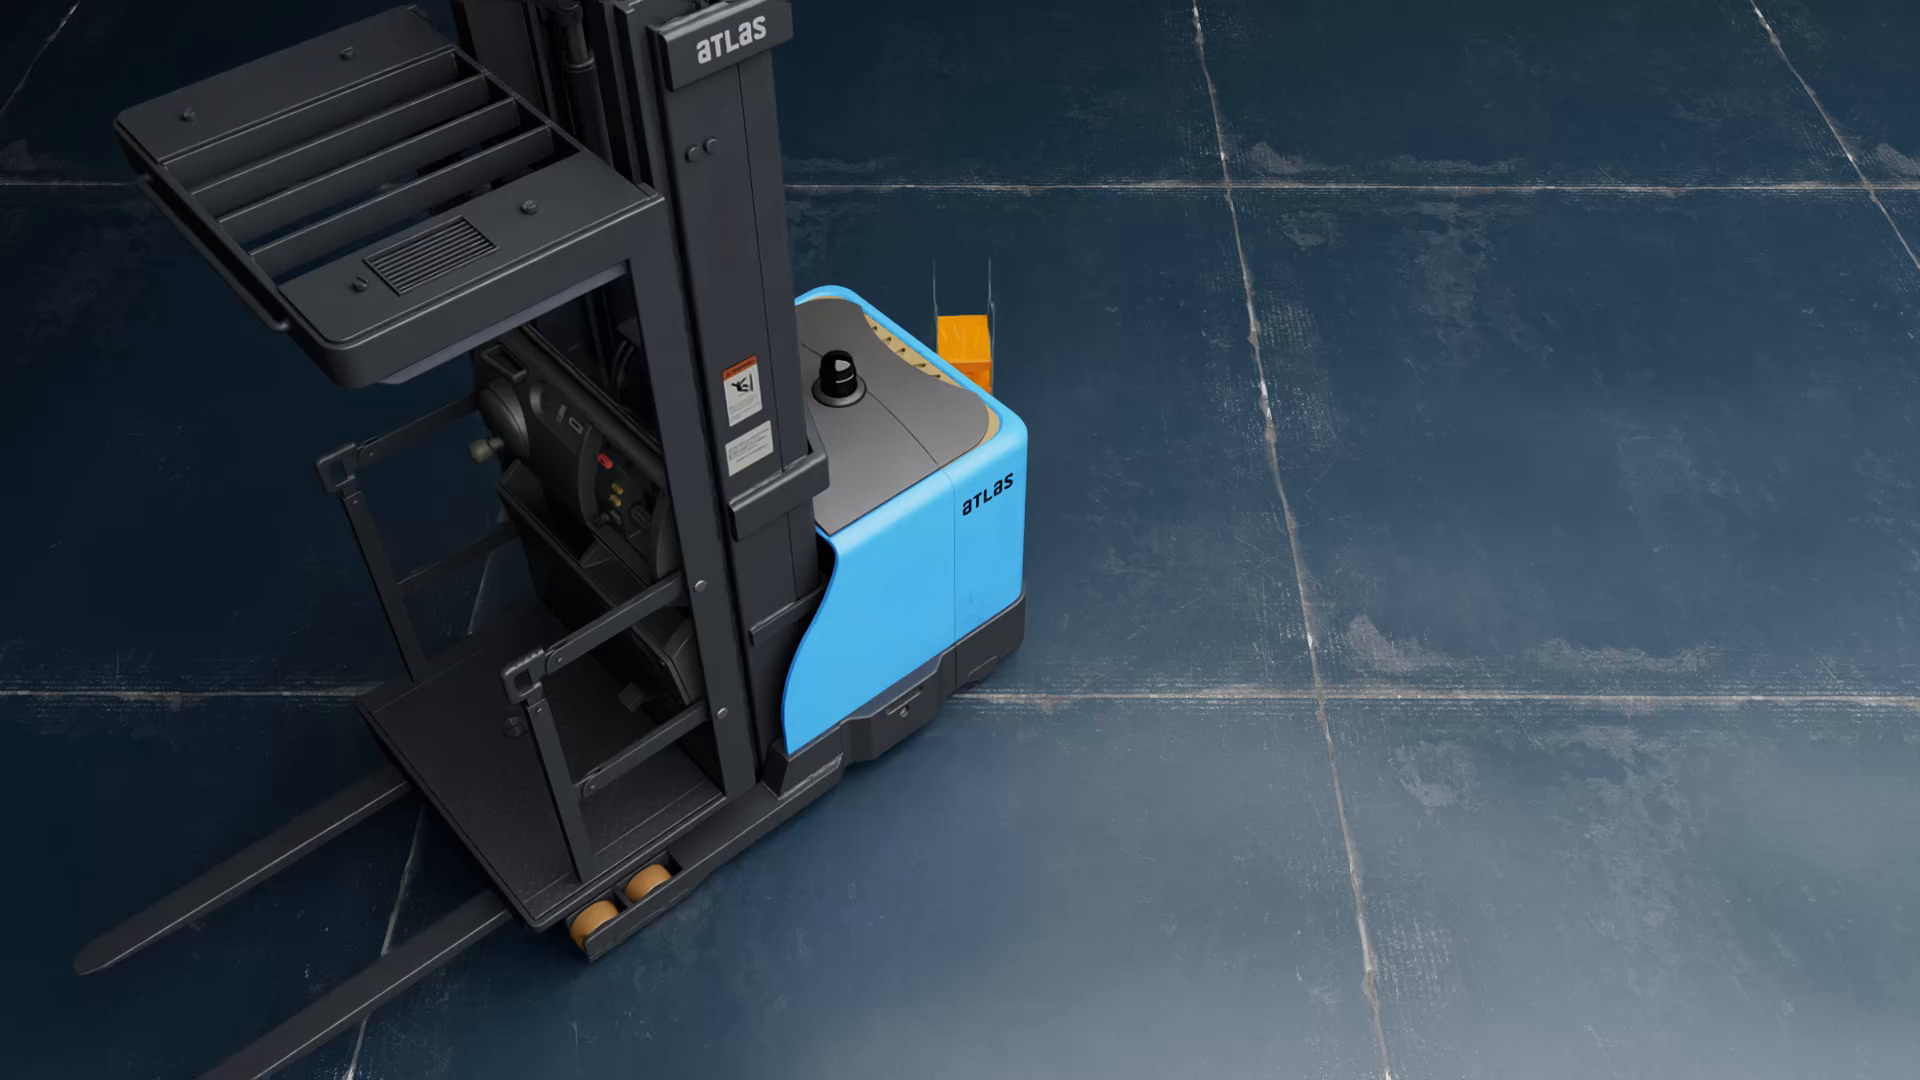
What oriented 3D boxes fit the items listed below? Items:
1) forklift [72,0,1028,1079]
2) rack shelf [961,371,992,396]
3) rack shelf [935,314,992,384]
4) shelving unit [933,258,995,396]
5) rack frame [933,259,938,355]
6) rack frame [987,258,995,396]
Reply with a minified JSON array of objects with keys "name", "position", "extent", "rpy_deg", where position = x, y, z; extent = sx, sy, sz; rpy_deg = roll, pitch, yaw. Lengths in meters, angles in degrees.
[{"name":"forklift","position":[-1.214,-0.175,4.410],"extent":[3.031,2.935,1.130],"rpy_deg":[-33,55,-27]},{"name":"rack shelf","position":[0.010,-0.563,5.686],"extent":[0.180,0.103,0.258],"rpy_deg":[-2,47,-2]},{"name":"rack shelf","position":[0.010,-0.645,5.598],"extent":[0.180,0.103,0.258],"rpy_deg":[-2,47,-2]},{"name":"shelving unit","position":[0.010,-0.429,5.829],"extent":[0.189,1.200,0.258],"rpy_deg":[-2,47,-2]},{"name":"rack frame","position":[-0.081,-0.426,5.826],"extent":[0.006,1.200,0.240],"rpy_deg":[-2,47,-2]},{"name":"rack frame","position":[0.101,-0.432,5.832],"extent":[0.006,1.200,0.240],"rpy_deg":[-2,47,-2]}]
